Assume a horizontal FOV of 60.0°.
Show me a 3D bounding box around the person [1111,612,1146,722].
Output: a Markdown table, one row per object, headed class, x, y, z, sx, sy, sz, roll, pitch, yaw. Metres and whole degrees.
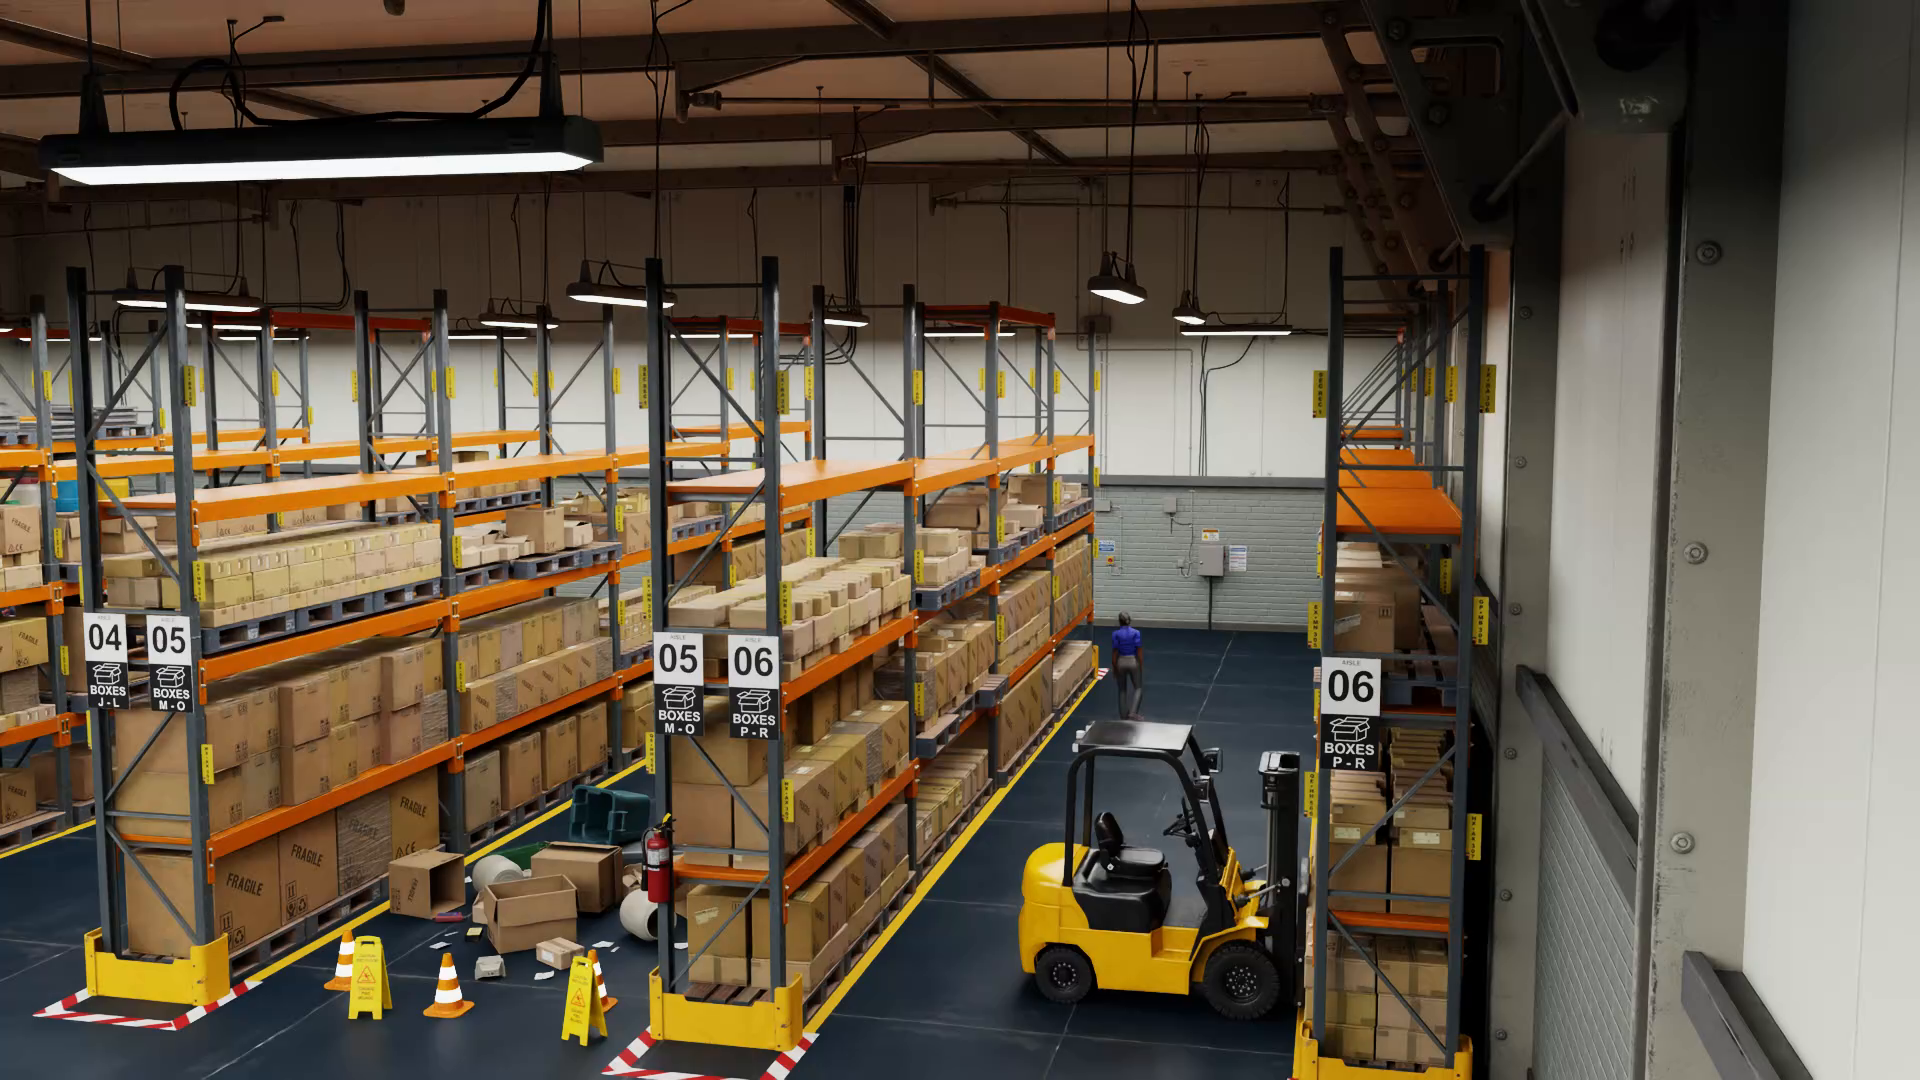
| class | x | y | z | sx | sy | sz | roll | pitch | yaw |
| --- | --- | --- | --- | --- | --- | --- | --- | --- | --- |
| person | 2.475 | 1.883 | 24.394 | 0.517 | 1.654 | 0.485 | 1 | 6 | 7 |
